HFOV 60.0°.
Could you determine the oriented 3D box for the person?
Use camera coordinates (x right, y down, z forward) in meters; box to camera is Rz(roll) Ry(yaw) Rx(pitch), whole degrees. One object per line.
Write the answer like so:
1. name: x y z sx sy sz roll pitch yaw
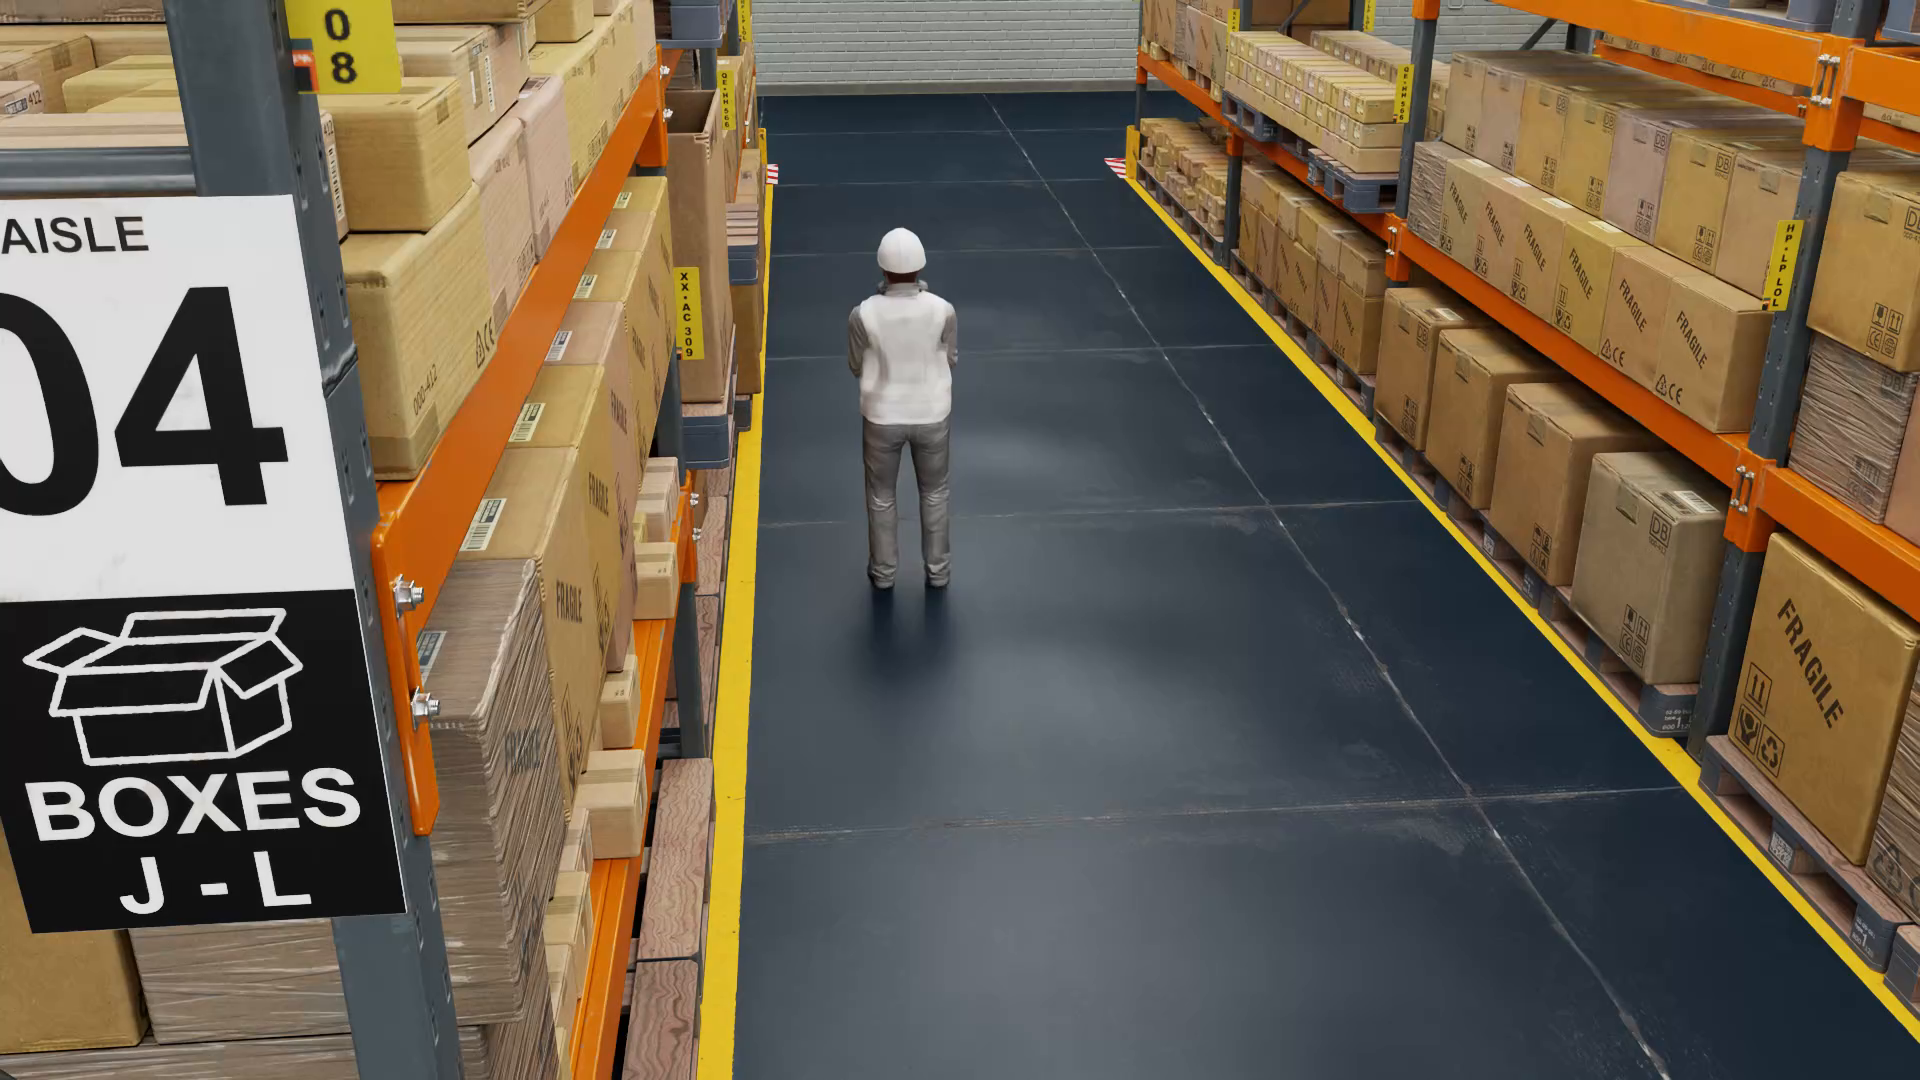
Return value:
1. person: -0.275 -0.642 8.031 0.527 1.778 0.529 -2 24 -6
